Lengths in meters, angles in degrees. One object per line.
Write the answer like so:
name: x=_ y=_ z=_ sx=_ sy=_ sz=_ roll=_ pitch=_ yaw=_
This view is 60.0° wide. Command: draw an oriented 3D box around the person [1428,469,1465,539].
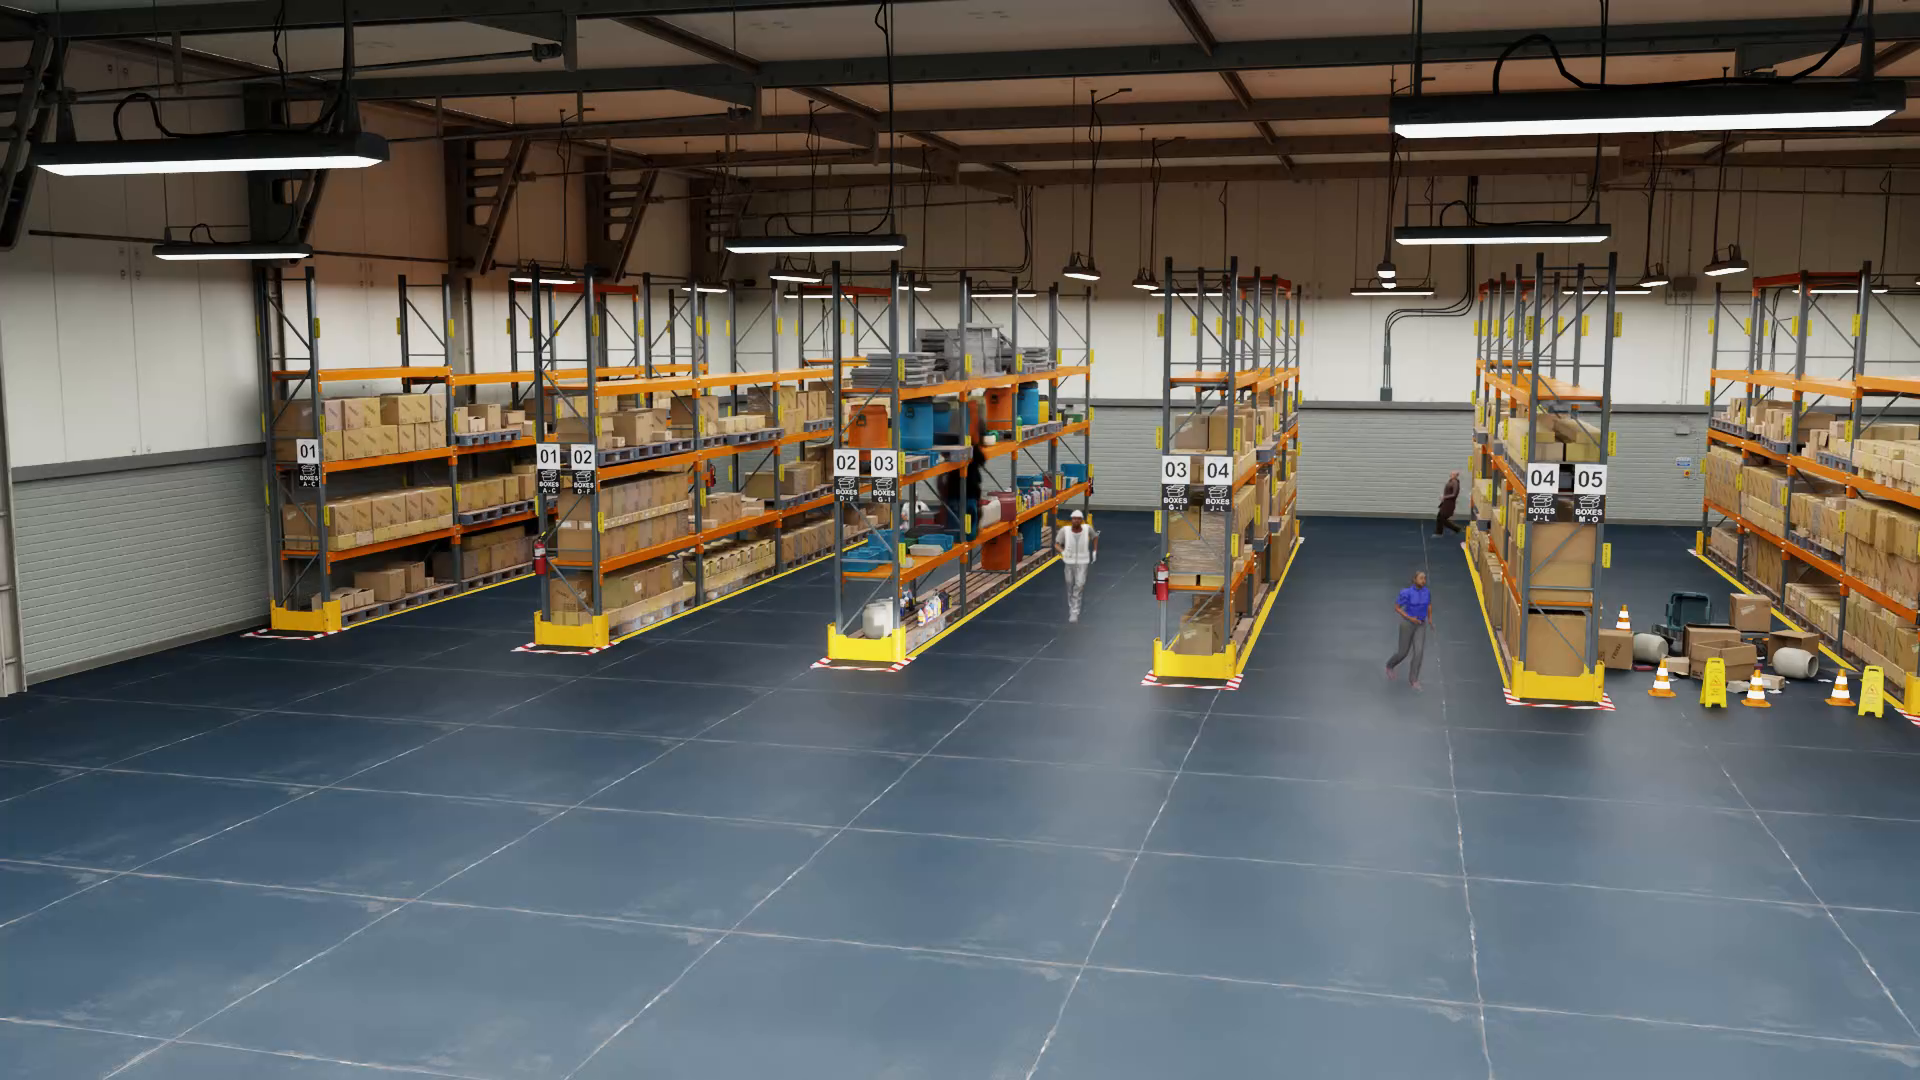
person: x=11.546 y=-0.780 z=39.400 sx=0.845 sy=1.613 sz=0.789 roll=2 pitch=8 yaw=15

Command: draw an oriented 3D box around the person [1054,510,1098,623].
person: x=1.886 y=0.400 z=27.111 sx=0.708 sy=1.803 sz=0.952 roll=1 pitch=7 yaw=4

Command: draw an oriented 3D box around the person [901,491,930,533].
person: x=-0.946 y=-0.224 z=34.763 sx=0.601 sy=1.644 sz=0.648 roll=1 pitch=7 yaw=10

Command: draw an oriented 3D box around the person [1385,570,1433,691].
person: x=6.388 y=1.243 z=23.405 sx=0.636 sy=1.668 sz=0.774 roll=-2 pitch=7 yaw=-14
